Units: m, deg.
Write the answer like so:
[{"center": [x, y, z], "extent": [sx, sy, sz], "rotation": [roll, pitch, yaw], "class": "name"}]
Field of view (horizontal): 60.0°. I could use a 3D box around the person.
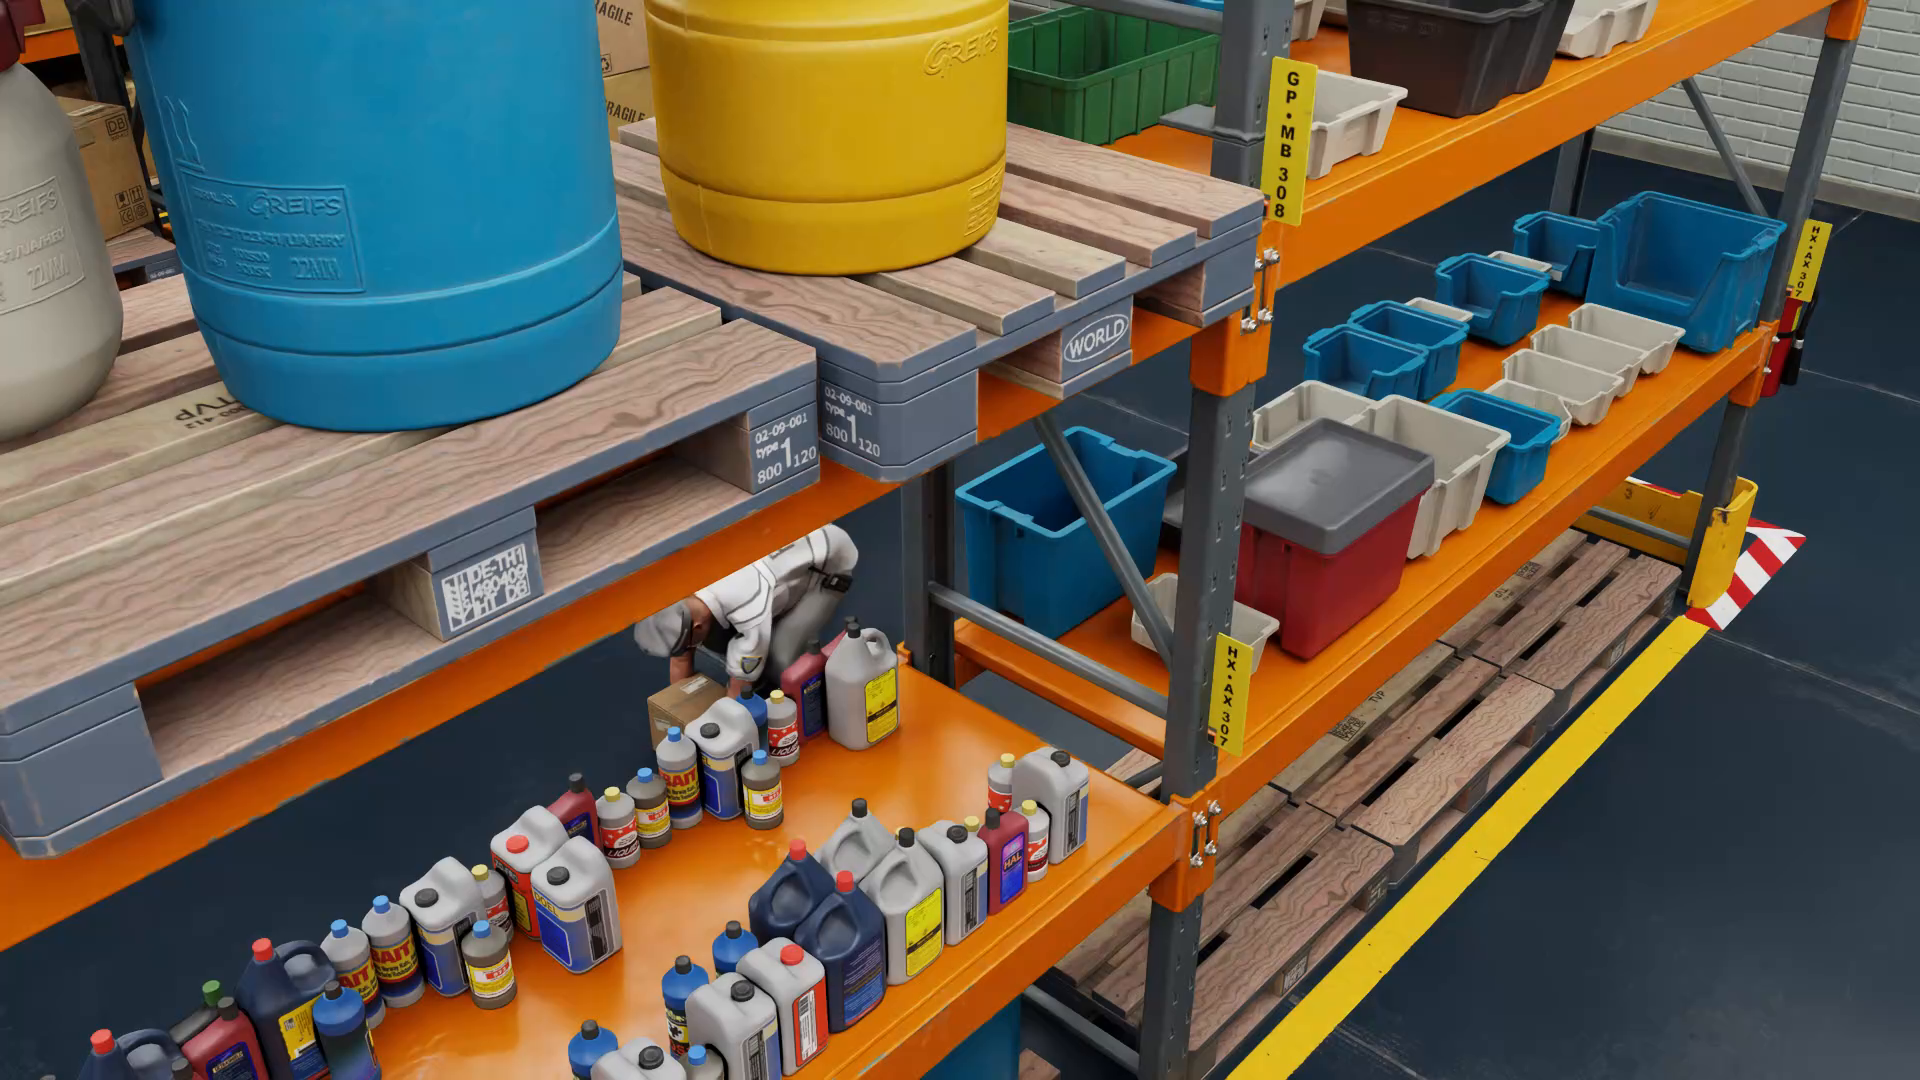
[{"center": [-0.829, 0.363, 6.459], "extent": [0.531, 0.829, 1.029], "rotation": [24, 39, 34], "class": "person"}]
